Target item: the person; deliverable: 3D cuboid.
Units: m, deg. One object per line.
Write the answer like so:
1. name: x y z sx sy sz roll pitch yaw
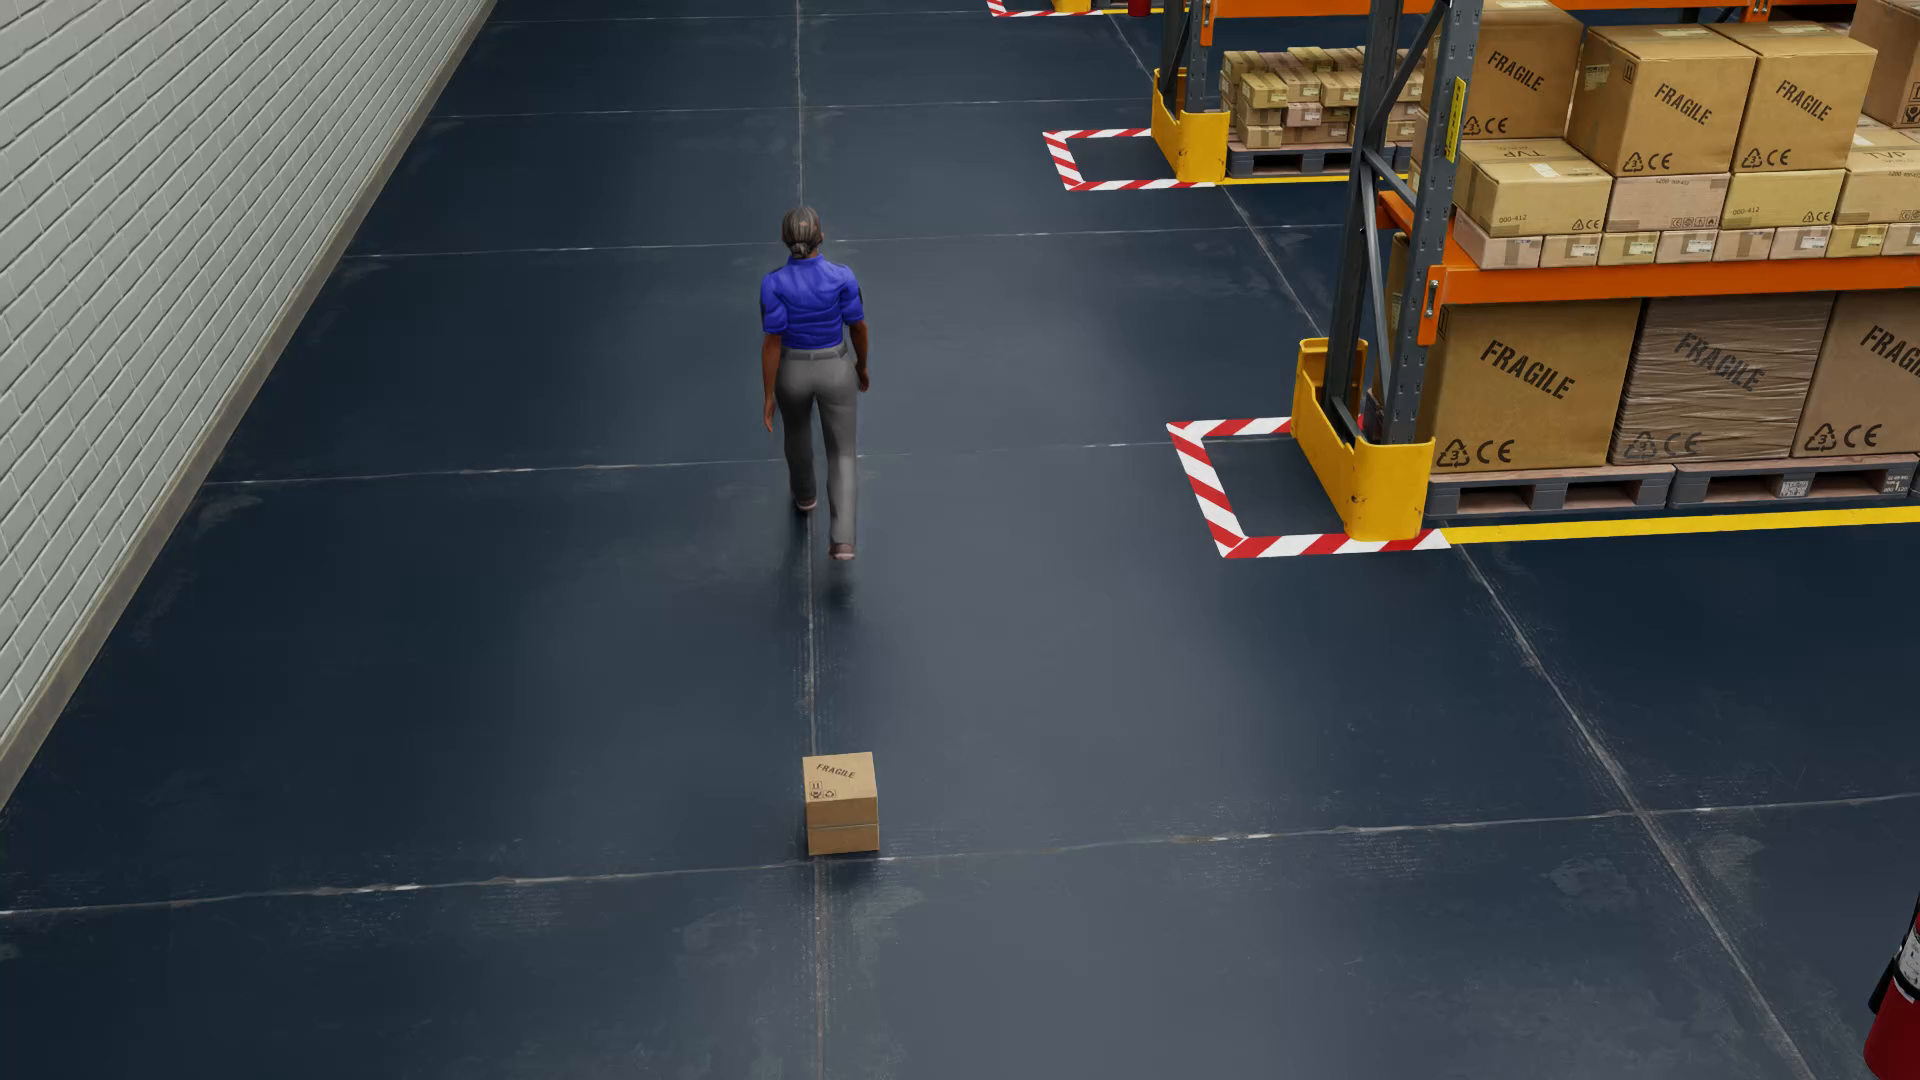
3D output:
1. person: -0.633 -0.714 7.315 0.470 1.599 0.995 -2 31 -3
